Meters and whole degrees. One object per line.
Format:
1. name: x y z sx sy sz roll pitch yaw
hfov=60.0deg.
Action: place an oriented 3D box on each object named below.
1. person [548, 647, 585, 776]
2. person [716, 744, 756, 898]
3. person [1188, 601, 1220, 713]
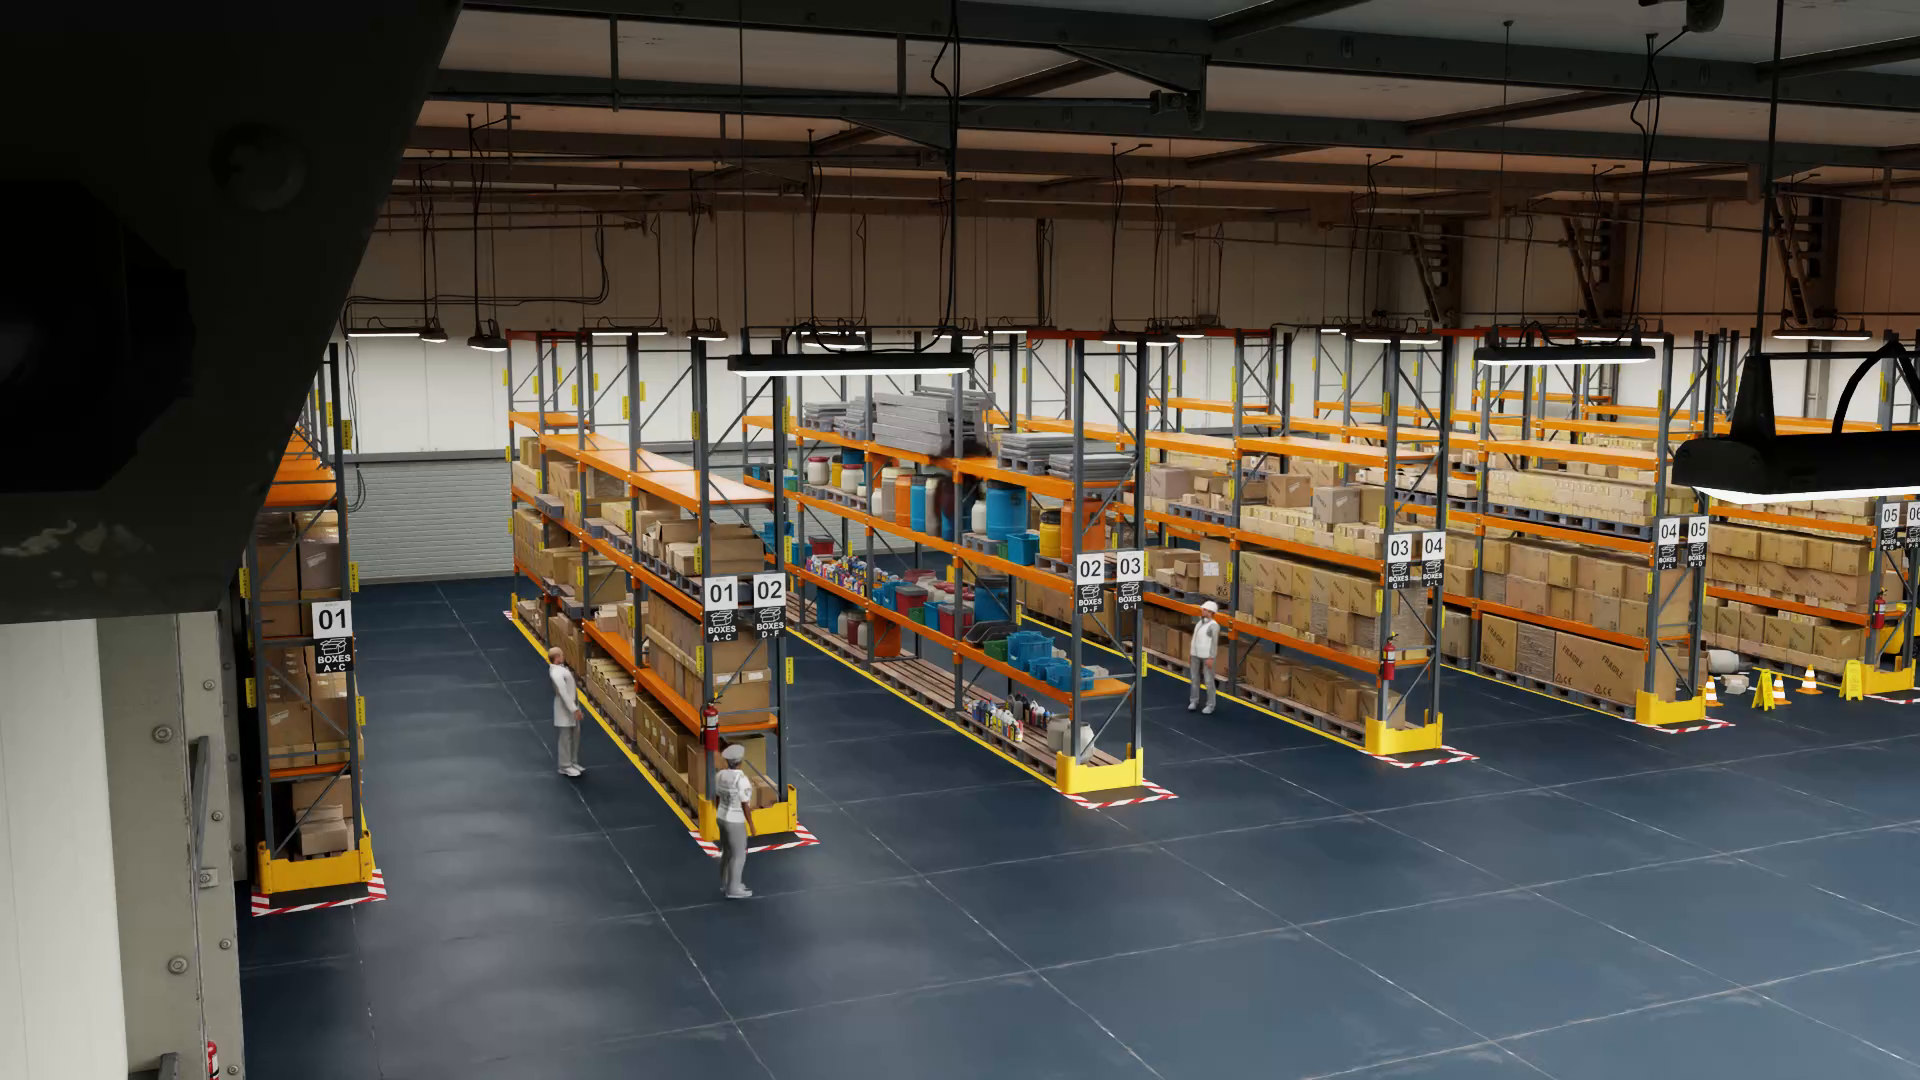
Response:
1. person: -5.400 2.366 22.951 0.588 1.824 0.673 1 8 8
2. person: -2.447 3.059 18.095 0.383 1.692 0.498 -5 9 -34
3. person: 3.896 1.849 26.523 0.410 1.774 0.574 -7 11 -43
